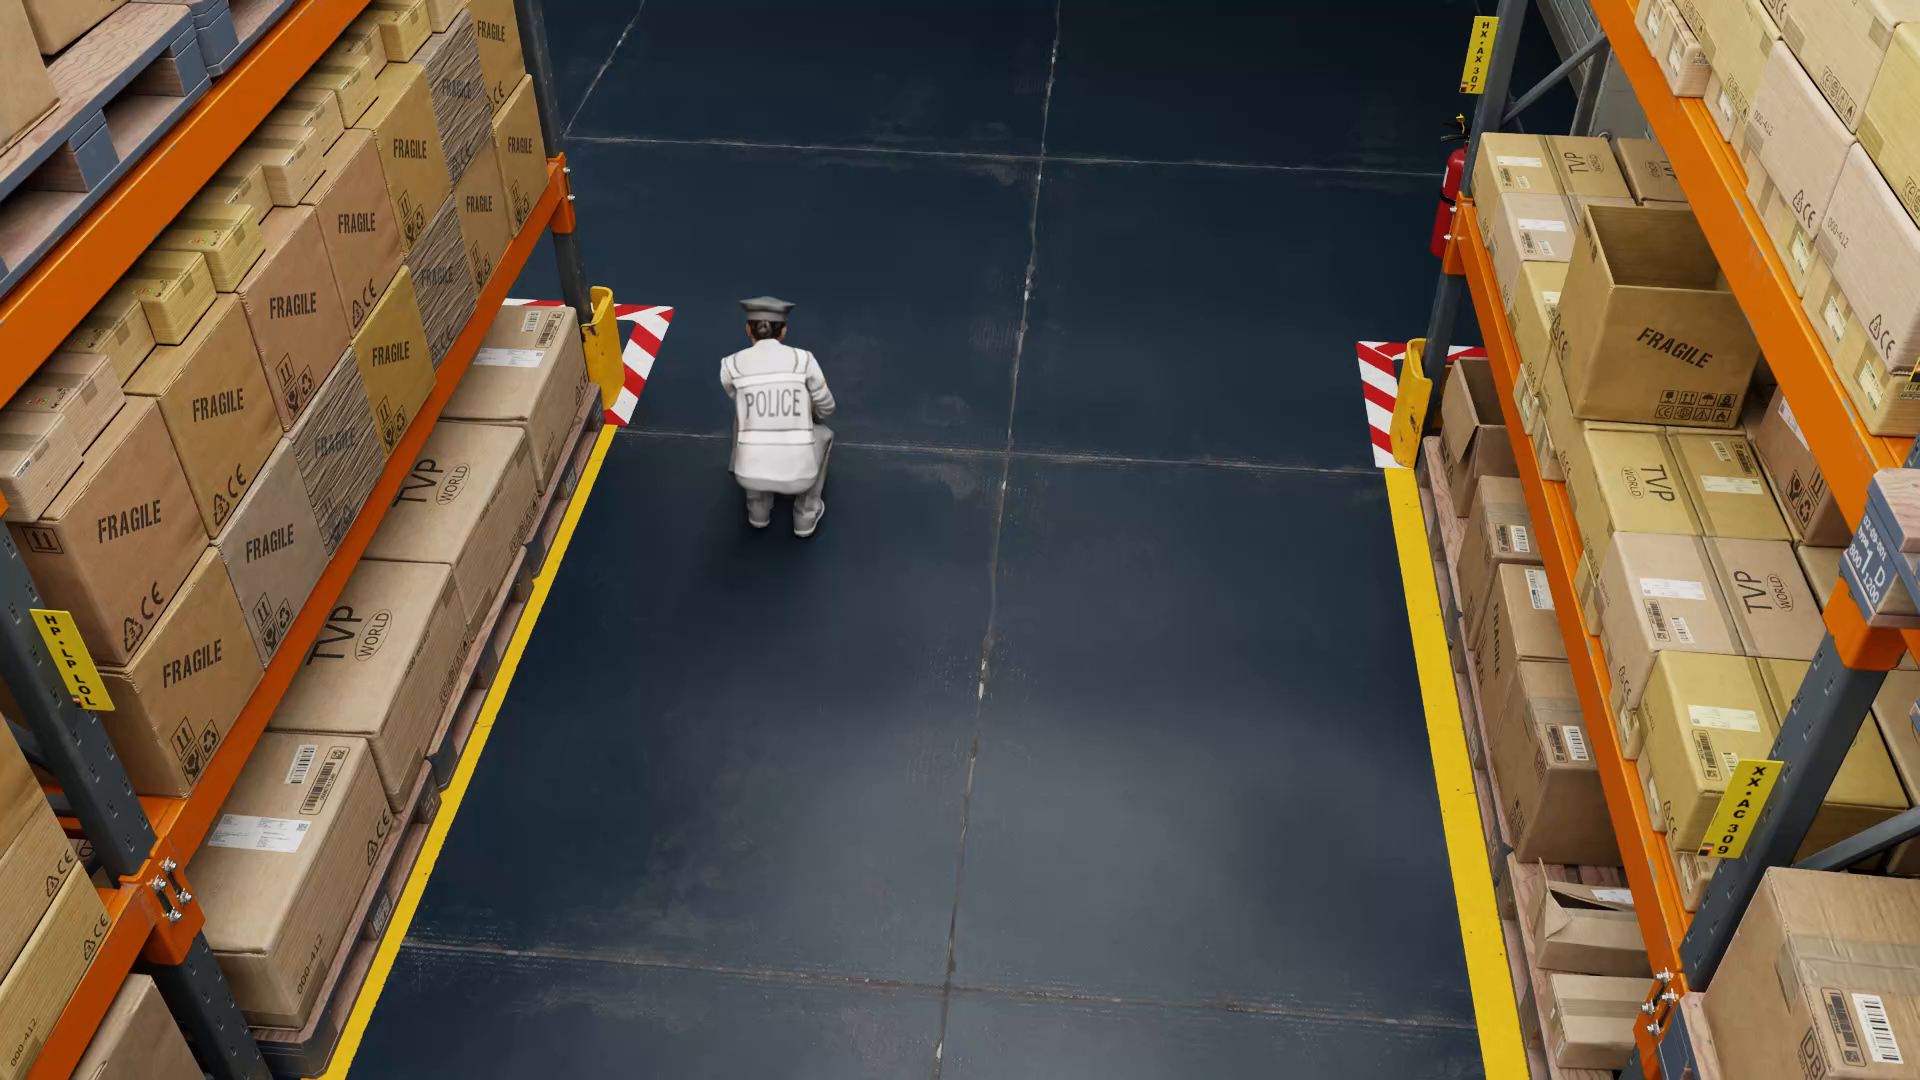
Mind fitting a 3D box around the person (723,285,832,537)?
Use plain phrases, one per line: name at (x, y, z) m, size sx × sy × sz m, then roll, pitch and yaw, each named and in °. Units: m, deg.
person at (-0.807, -0.564, 7.354) m, size 0.460 × 0.984 × 0.881 m, roll 1°, pitch 40°, yaw 1°
